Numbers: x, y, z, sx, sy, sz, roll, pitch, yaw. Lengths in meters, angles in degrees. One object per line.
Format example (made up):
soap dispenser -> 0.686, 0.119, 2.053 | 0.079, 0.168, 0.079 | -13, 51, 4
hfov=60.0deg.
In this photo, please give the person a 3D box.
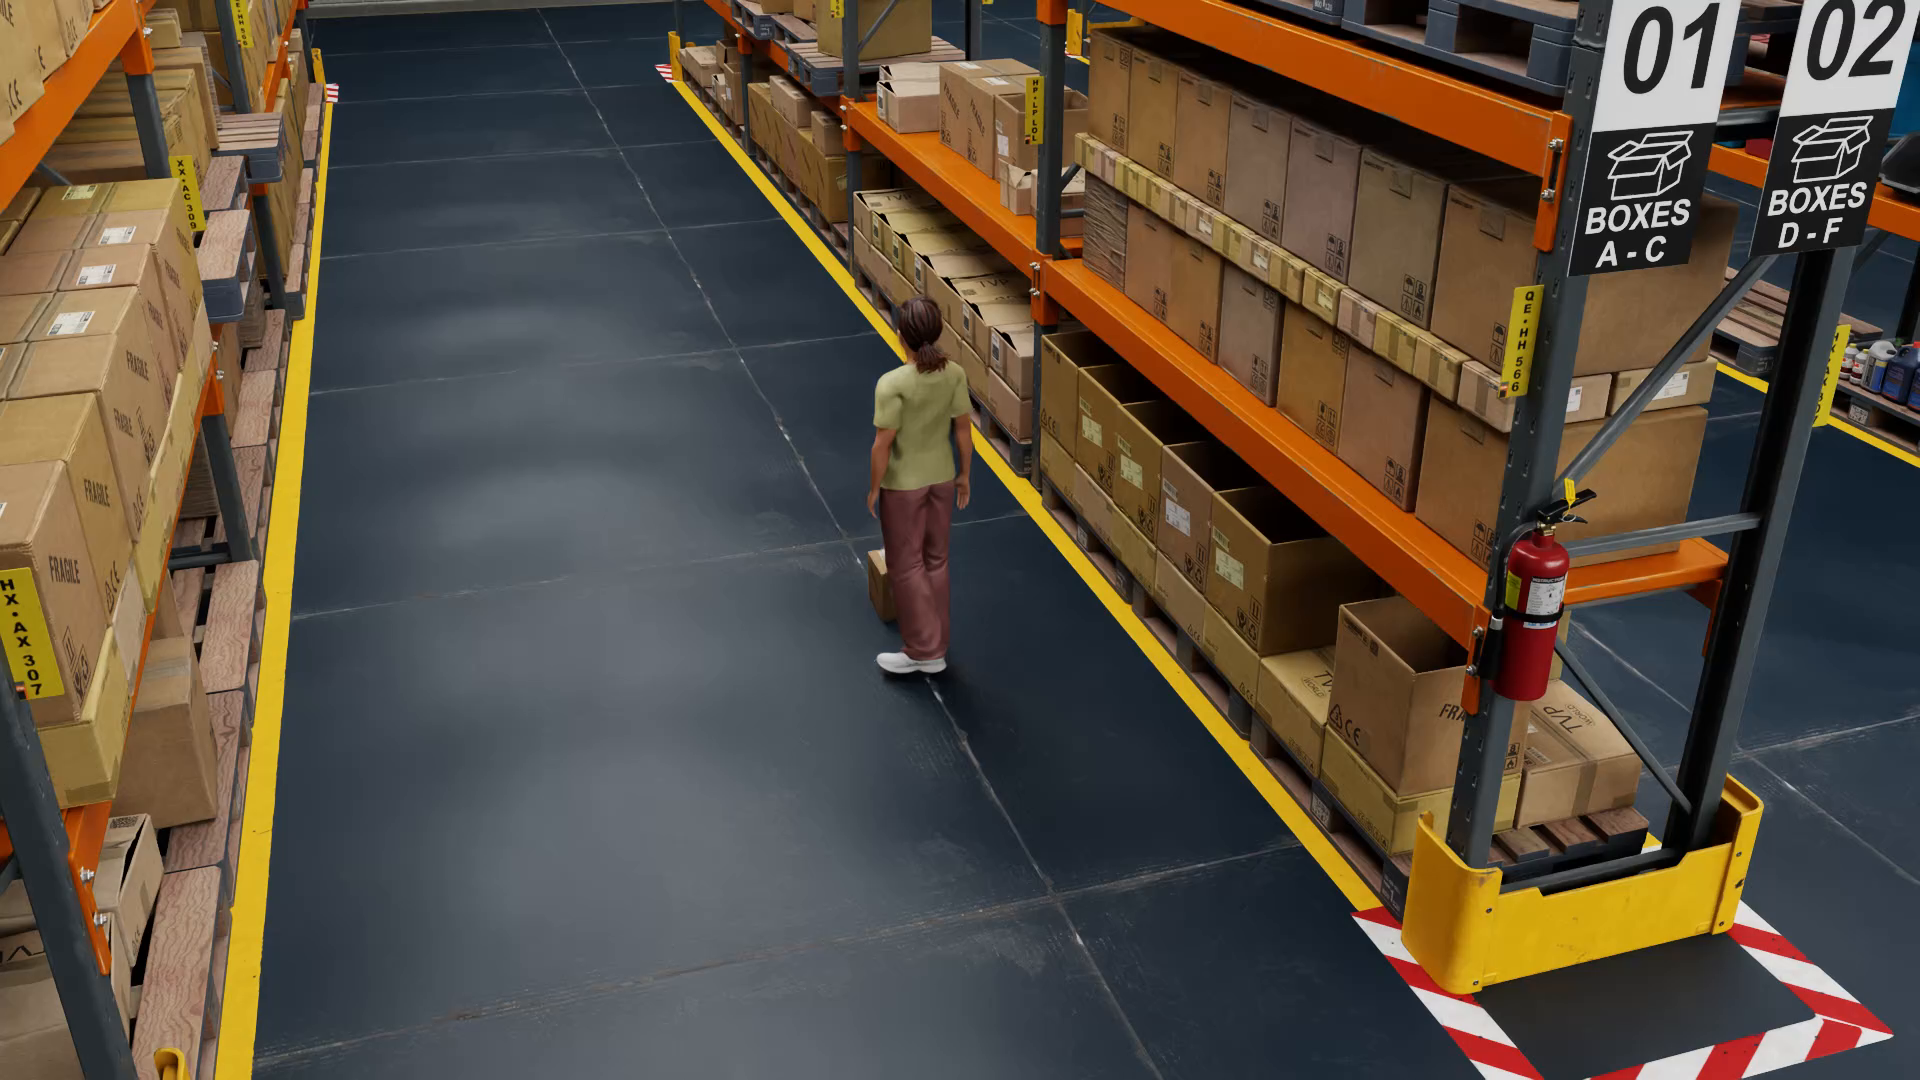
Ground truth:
person -> -0.179, -0.225, 7.026 | 0.465, 1.670, 0.395 | -15, 30, -27
